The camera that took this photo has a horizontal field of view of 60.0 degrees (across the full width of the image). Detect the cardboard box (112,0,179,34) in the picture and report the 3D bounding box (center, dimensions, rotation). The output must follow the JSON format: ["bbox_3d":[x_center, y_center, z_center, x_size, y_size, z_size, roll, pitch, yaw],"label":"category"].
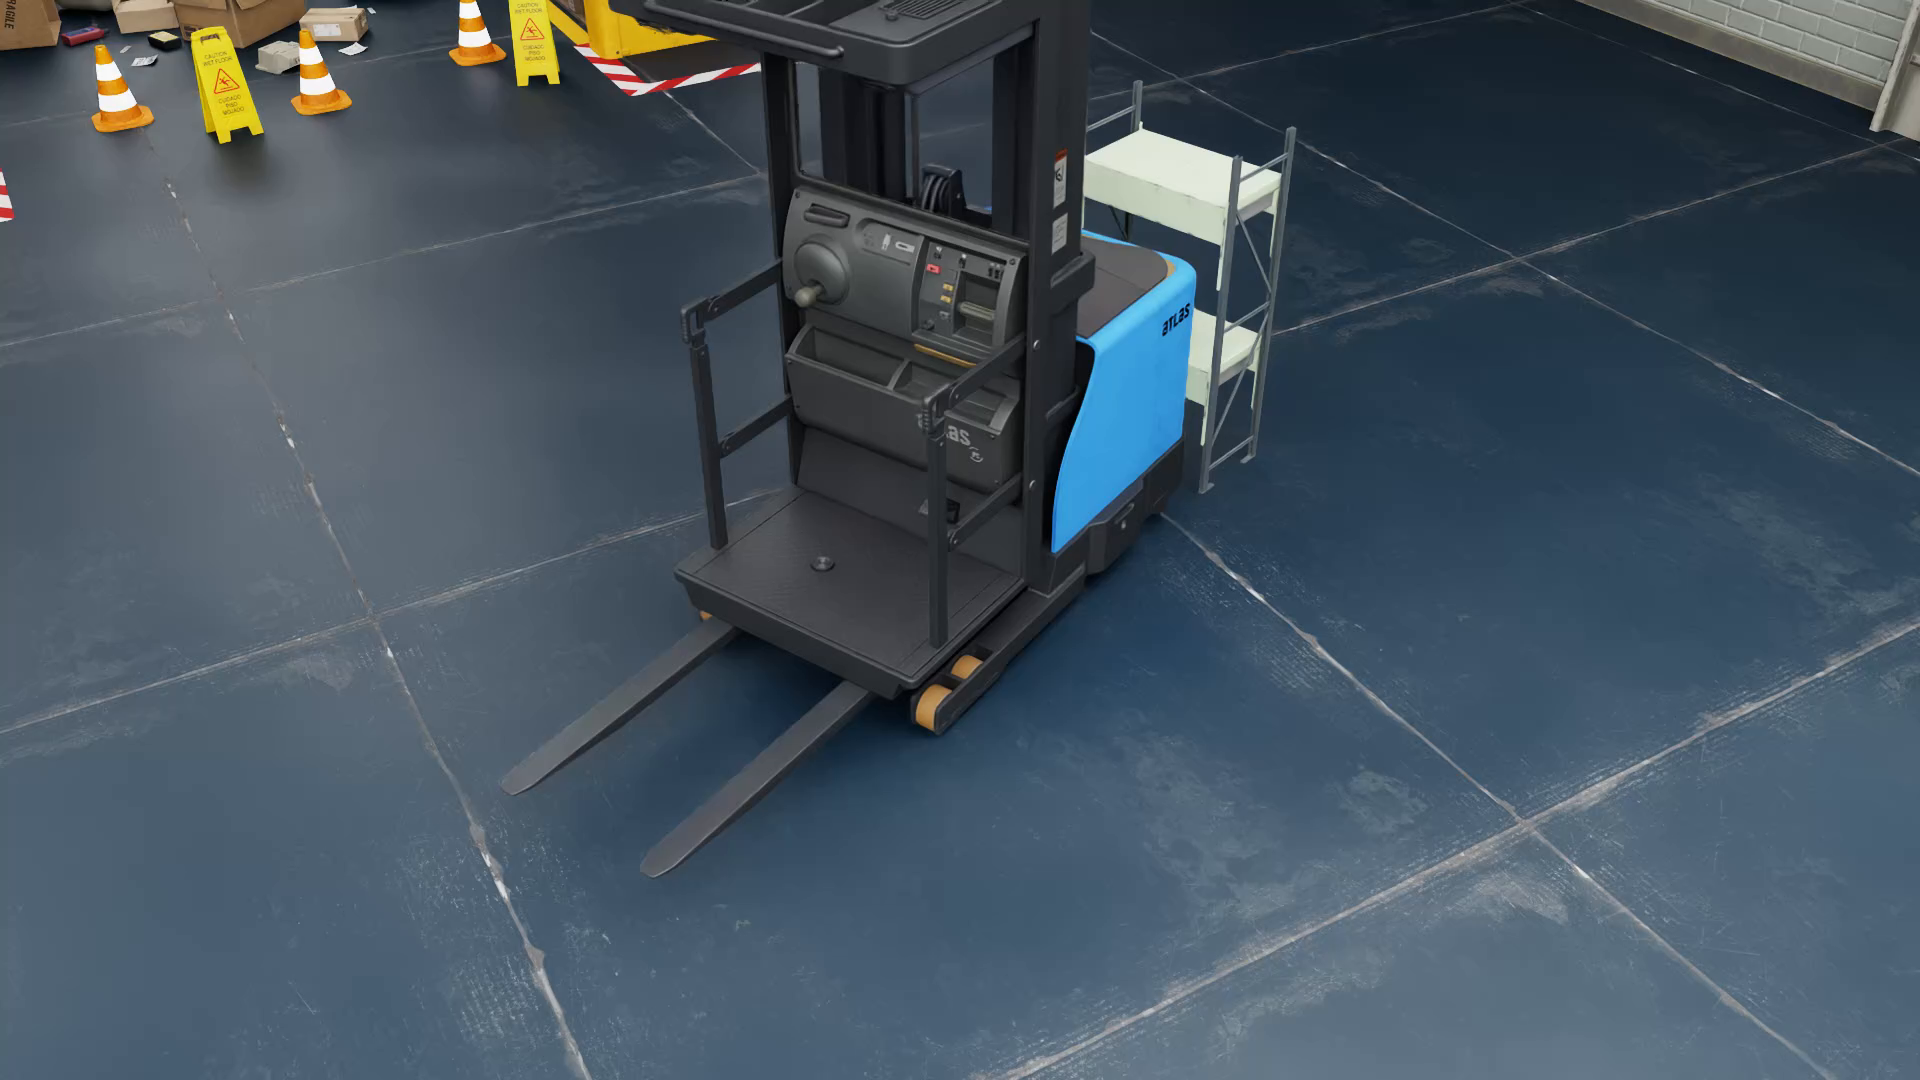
[{"bbox_3d":[-5.707,-3.732,11.634,0.396,0.266,0.258,-12,38,-16],"label":"cardboard box"}]

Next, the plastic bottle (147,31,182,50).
[{"bbox_3d":[-5.466,-3.427,11.390,0.283,0.061,0.133,26,44,31],"label":"plastic bottle"}]

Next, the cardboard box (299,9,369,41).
[{"bbox_3d":[-4.329,-3.563,11.502,0.380,0.149,0.250,0,36,0],"label":"cardboard box"}]

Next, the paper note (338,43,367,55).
[{"bbox_3d":[-4.121,-3.338,11.295,0.142,0.019,0.148,26,44,31],"label":"paper note"}]

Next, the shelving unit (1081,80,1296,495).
[{"bbox_3d":[0.875,-1.033,6.893,0.755,1.500,0.431,28,44,33],"label":"shelving unit"}]

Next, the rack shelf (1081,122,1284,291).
[{"bbox_3d":[0.875,-1.348,6.663,0.720,0.370,0.431,28,44,33],"label":"rack shelf"}]

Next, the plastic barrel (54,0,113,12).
[{"bbox_3d":[-6.267,-4.002,11.871,0.512,0.421,0.421,6,37,8],"label":"plastic barrel"}]

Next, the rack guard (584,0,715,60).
[{"bbox_3d":[-1.963,-3.674,11.357,1.175,0.500,0.348,-19,40,-24],"label":"rack guard"}]

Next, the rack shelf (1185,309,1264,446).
[{"bbox_3d":[0.875,-0.770,7.085,0.720,0.370,0.431,28,44,33],"label":"rack shelf"}]

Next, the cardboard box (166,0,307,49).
[{"bbox_3d":[-4.996,-3.782,11.502,0.637,0.503,0.797,12,38,16],"label":"cardboard box"}]

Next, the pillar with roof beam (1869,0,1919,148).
[{"bbox_3d":[2.087,-4.827,5.729,9.100,9.000,0.400,-19,40,-24],"label":"pillar with roof beam"}]

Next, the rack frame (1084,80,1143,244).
[{"bbox_3d":[0.603,-1.177,7.090,0.023,1.500,0.400,28,44,33],"label":"rack frame"}]

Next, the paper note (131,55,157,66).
[{"bbox_3d":[-5.453,-3.208,11.118,0.144,0.017,0.142,-6,37,-8],"label":"paper note"}]

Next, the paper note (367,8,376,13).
[{"bbox_3d":[-4.231,-3.807,11.954,0.032,0.001,0.123,-19,40,-24],"label":"paper note"}]

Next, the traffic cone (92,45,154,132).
[{"bbox_3d":[-5.193,-2.794,10.183,0.336,0.463,0.334,-19,40,-24],"label":"traffic cone"}]

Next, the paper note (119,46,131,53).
[{"bbox_3d":[-5.678,-3.338,11.312,0.032,0.001,0.123,0,36,0],"label":"paper note"}]

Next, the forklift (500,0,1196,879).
[{"bbox_3d":[-0.328,-0.835,5.408,1.130,2.935,3.031,22,42,27],"label":"forklift"}]

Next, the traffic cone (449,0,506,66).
[{"bbox_3d":[-3.256,-3.458,11.092,0.336,0.463,0.334,-19,40,-24],"label":"traffic cone"}]

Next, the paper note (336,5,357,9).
[{"bbox_3d":[-4.418,-3.811,11.952,0.148,0.019,0.142,-6,37,-8],"label":"paper note"}]

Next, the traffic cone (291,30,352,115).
[{"bbox_3d":[-4.045,-2.955,10.404,0.336,0.463,0.334,-19,40,-24],"label":"traffic cone"}]

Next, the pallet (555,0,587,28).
[{"bbox_3d":[-2.340,-3.982,12.024,1.003,0.211,1.213,-19,40,-24],"label":"pallet"}]

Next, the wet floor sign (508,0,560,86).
[{"bbox_3d":[-2.754,-3.280,10.694,0.267,0.644,0.232,-6,37,-8],"label":"wet floor sign"}]

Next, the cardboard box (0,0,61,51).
[{"bbox_3d":[-6.496,-3.671,11.350,0.500,0.500,0.500,-12,38,-16],"label":"cardboard box"}]

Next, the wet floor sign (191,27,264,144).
[{"bbox_3d":[-4.427,-2.748,9.965,0.267,0.644,0.232,-26,44,-31],"label":"wet floor sign"}]

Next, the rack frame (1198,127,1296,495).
[{"bbox_3d":[1.148,-0.889,6.696,0.023,1.500,0.400,28,44,33],"label":"rack frame"}]

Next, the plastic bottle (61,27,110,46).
[{"bbox_3d":[-6.028,-3.483,11.467,0.133,0.061,0.283,26,44,31],"label":"plastic bottle"}]

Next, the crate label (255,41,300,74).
[{"bbox_3d":[-4.493,-3.206,11.024,0.298,0.136,0.250,19,40,24],"label":"crate label"}]
